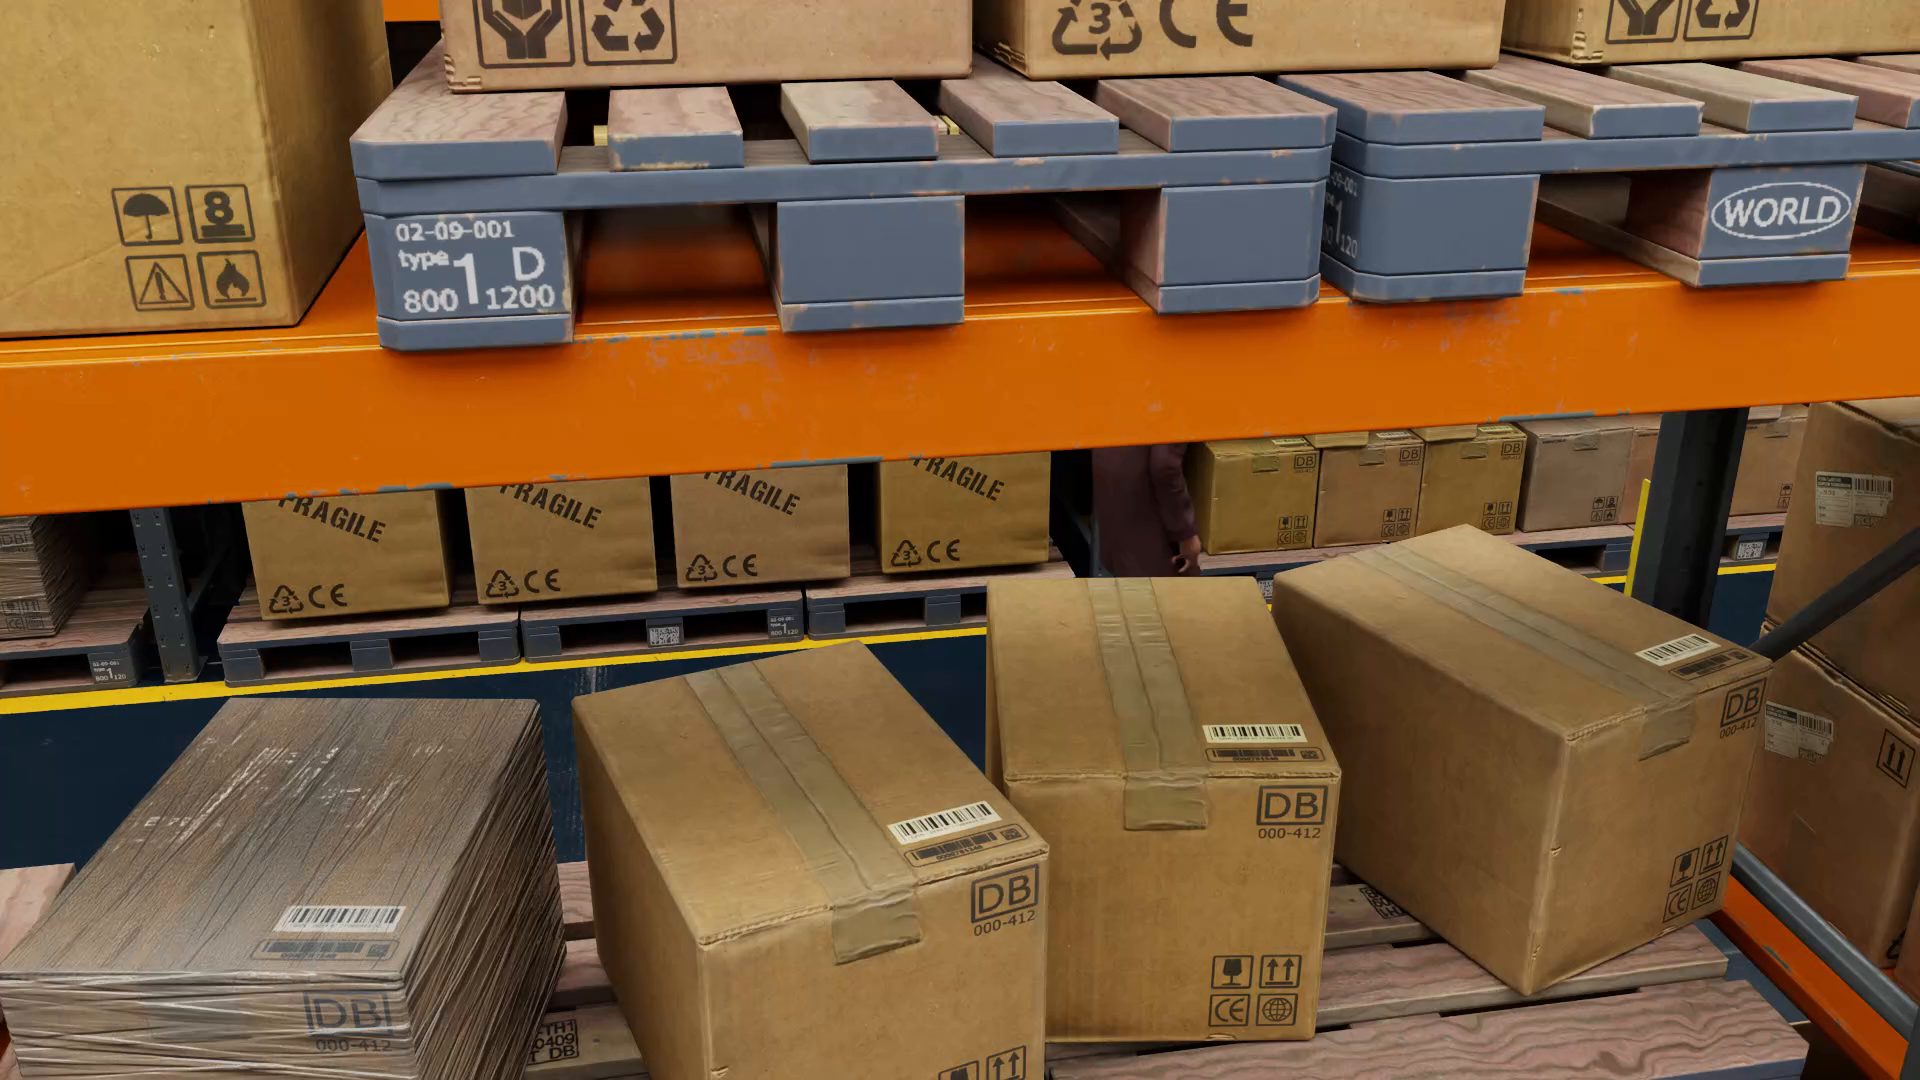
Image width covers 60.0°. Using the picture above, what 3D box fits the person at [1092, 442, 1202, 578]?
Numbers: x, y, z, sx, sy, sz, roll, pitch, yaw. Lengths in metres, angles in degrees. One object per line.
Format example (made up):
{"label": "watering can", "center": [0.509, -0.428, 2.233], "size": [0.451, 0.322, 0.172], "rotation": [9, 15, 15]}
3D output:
{"label": "person", "center": [0.720, -0.100, 6.351], "size": [0.420, 1.774, 0.655], "rotation": [-7, 24, -16]}
